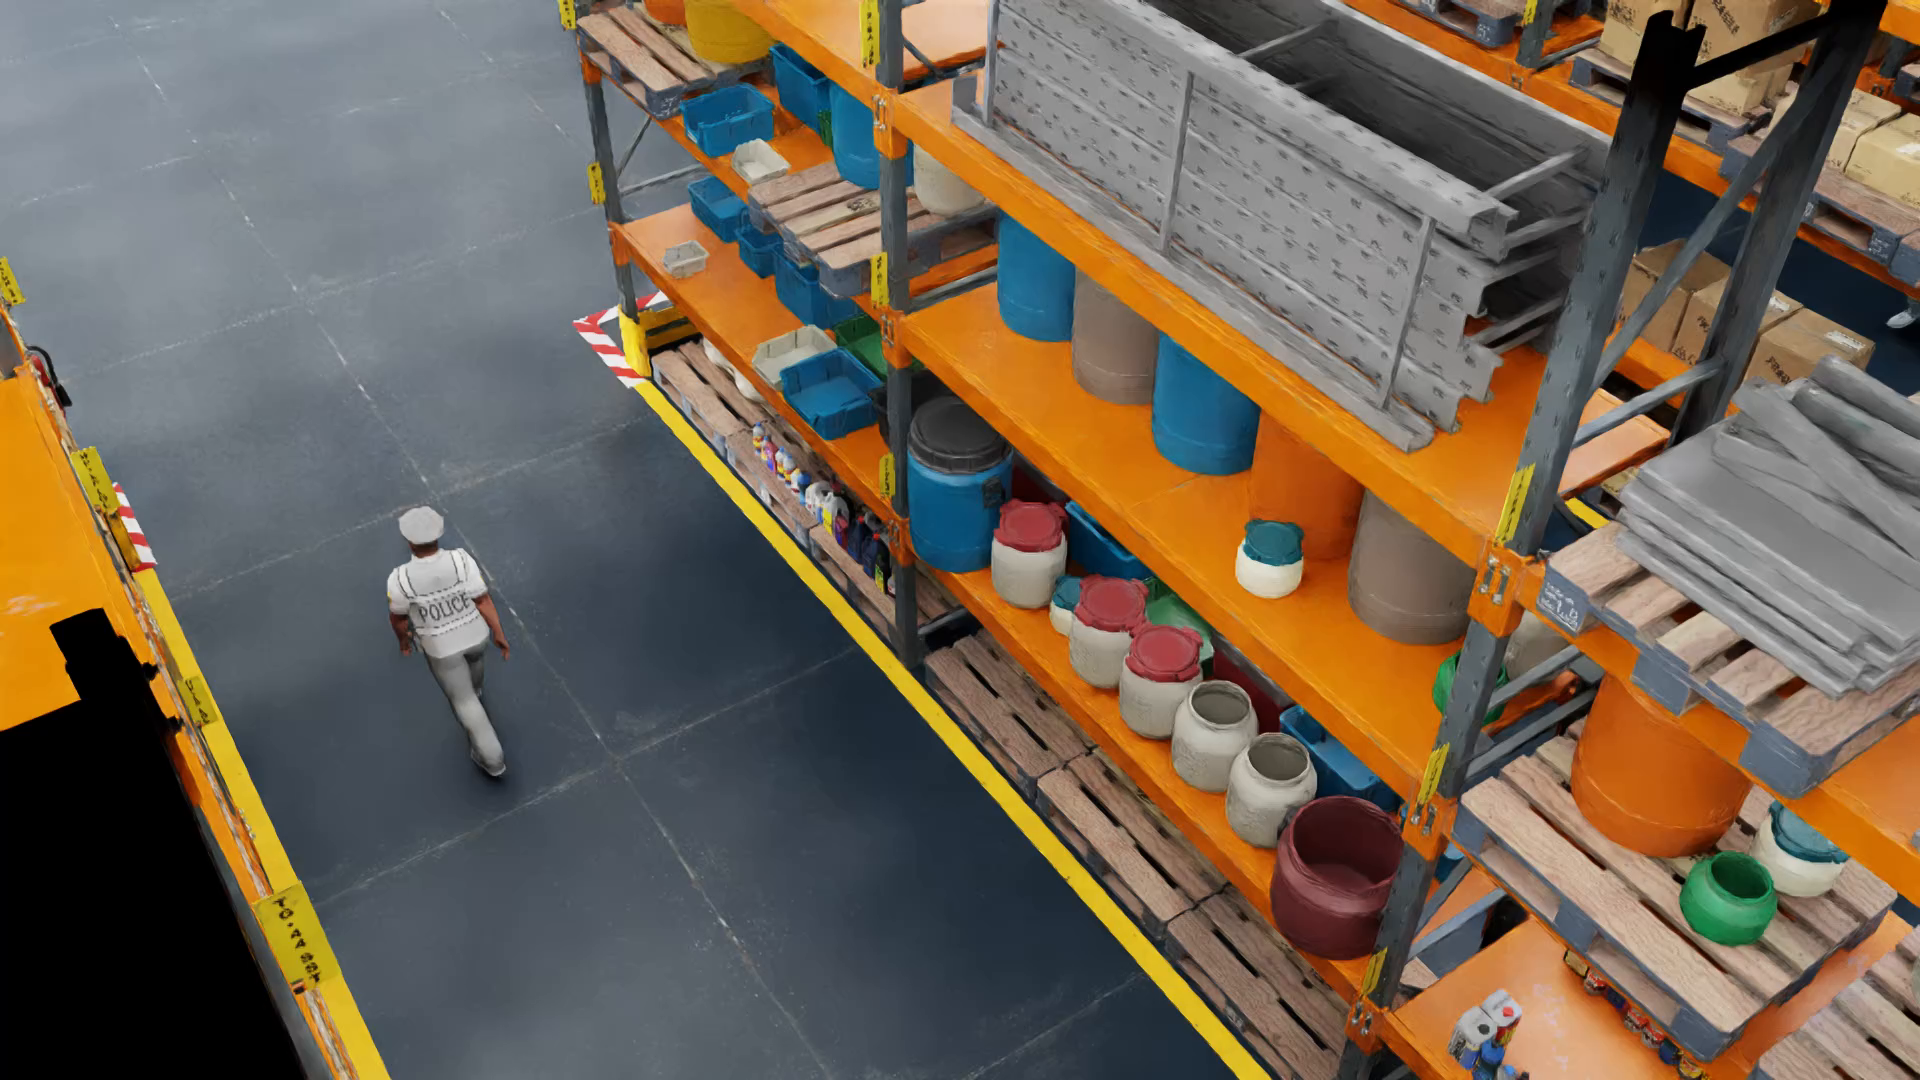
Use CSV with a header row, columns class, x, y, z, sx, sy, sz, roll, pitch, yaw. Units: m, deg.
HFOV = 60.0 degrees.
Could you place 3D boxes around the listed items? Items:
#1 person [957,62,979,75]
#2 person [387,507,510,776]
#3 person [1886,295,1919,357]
class,x,y,z,sx,sy,sz,roll,pitch,yaw
person,0.255,-5.178,16.257,0.562,1.530,0.815,-20,46,-20
person,-3.061,0.535,9.909,0.556,1.712,1.030,-25,48,-25
person,7.783,-2.244,12.861,0.634,1.746,0.517,22,47,22
